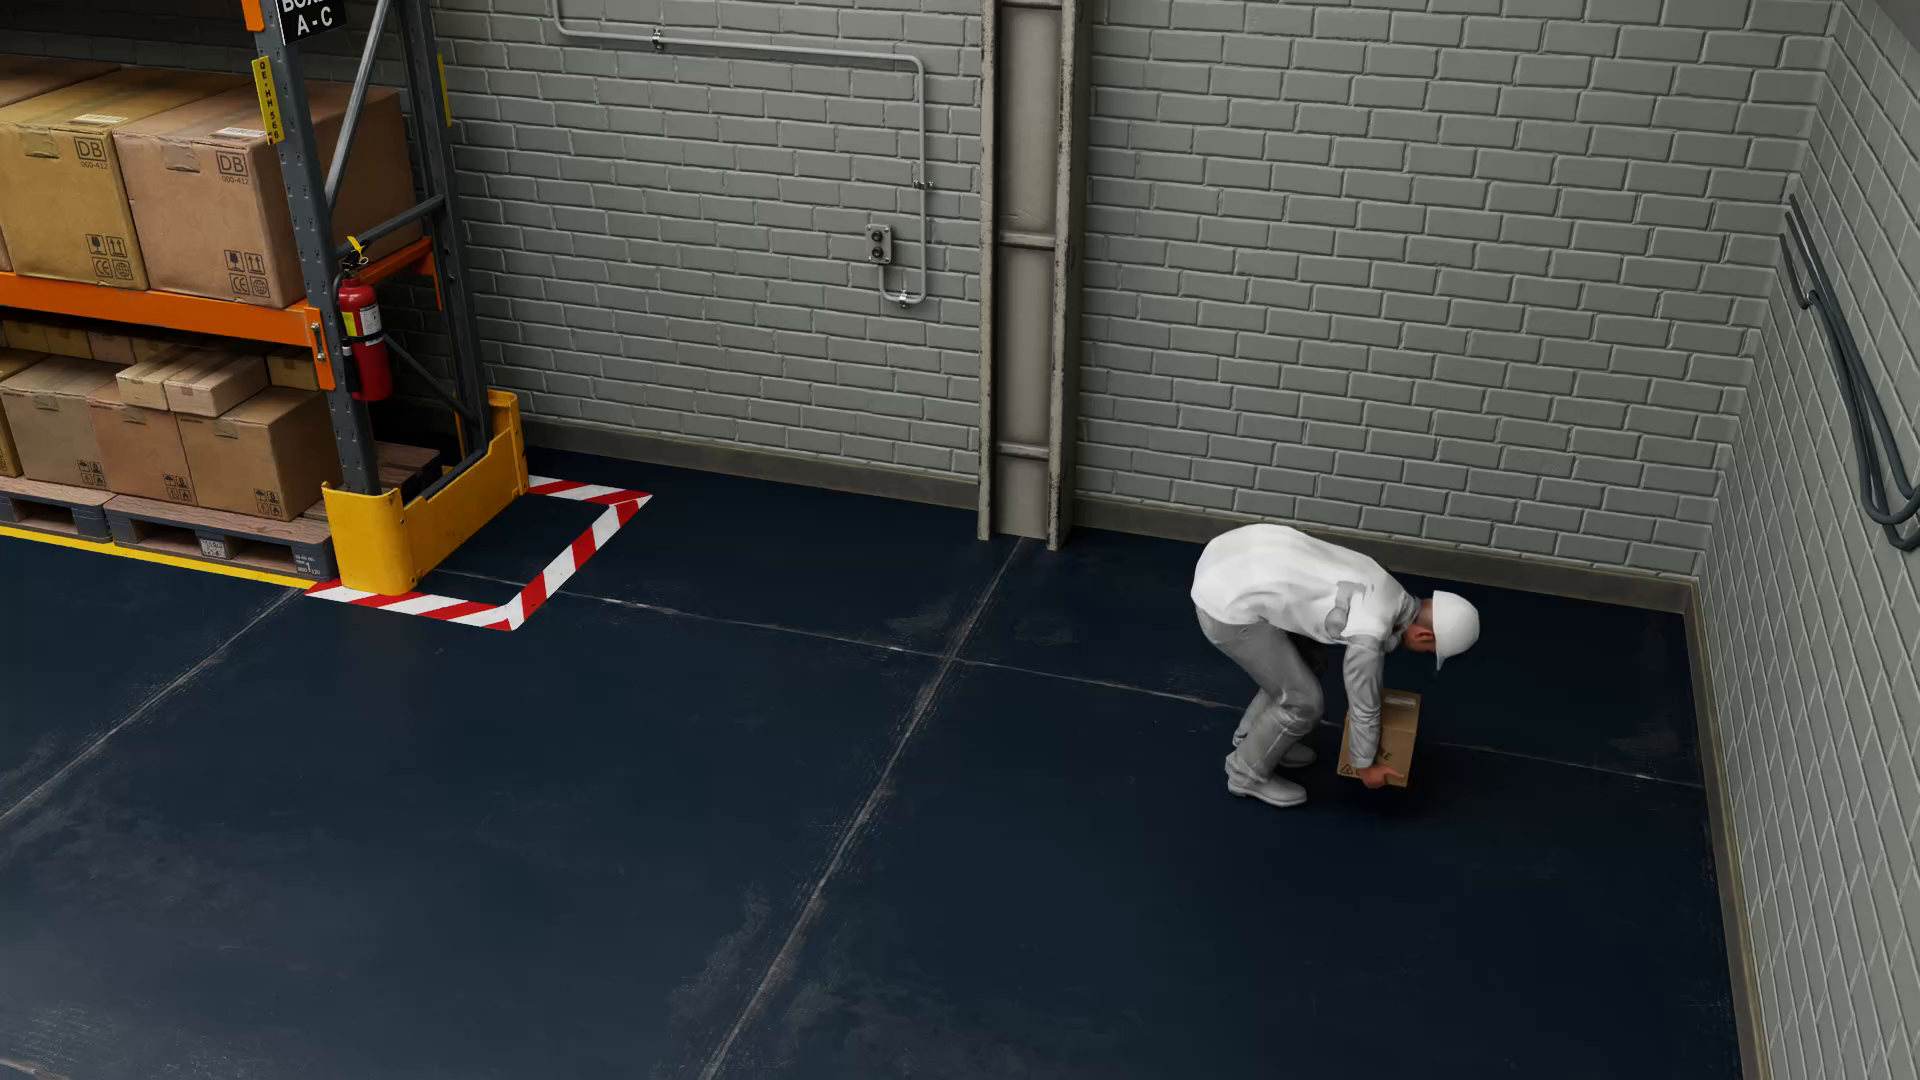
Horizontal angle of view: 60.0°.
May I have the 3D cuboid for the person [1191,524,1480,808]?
[{"bbox_3d":[1.326,0.460,6.022,1.004,1.042,0.476,7,30,13],"label":"person"}]
